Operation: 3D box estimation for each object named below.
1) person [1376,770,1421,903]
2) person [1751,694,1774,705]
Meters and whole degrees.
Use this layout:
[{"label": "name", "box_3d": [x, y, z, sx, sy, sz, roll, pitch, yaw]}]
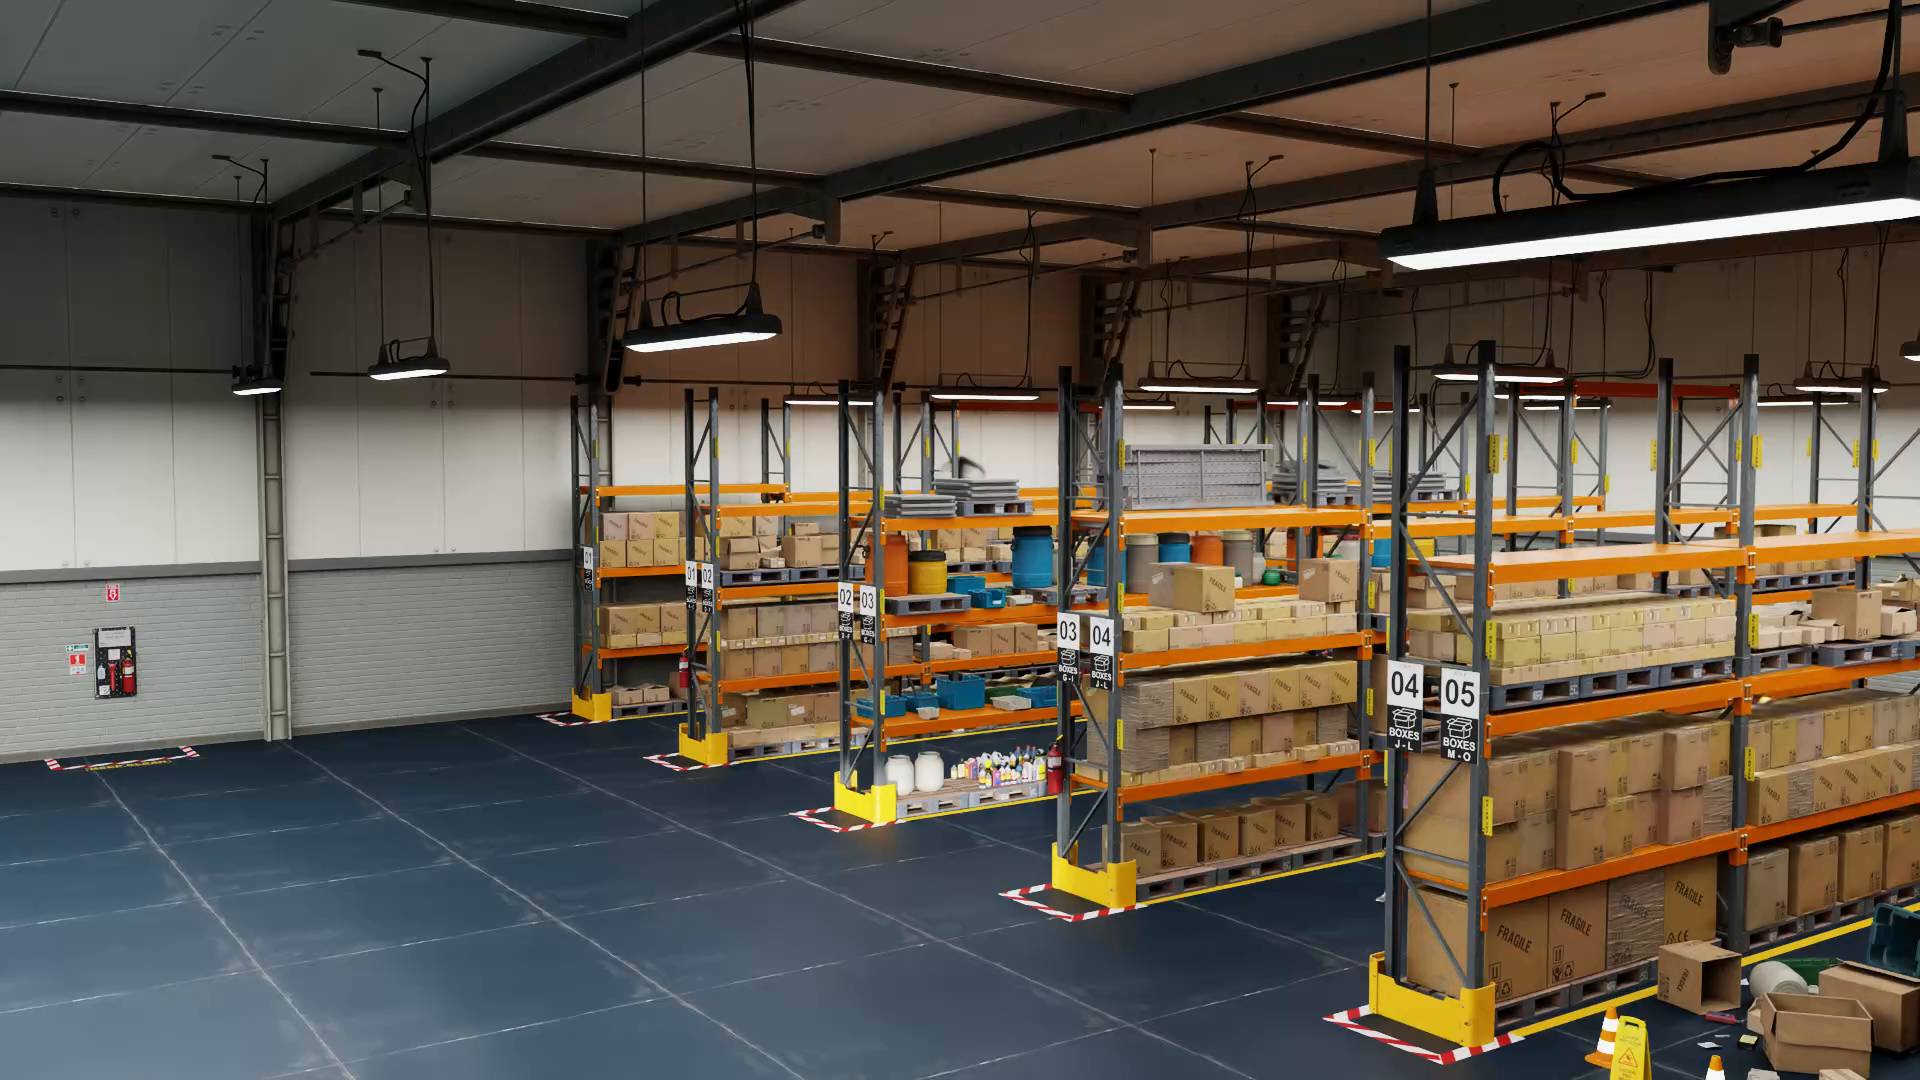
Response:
[{"label": "person", "box_3d": [5.023, 3.293, 18.500, 0.647, 1.529, 0.577, -2, 4, -28]}, {"label": "person", "box_3d": [11.483, 2.853, 23.751, 0.880, 1.772, 0.673, -2, 4, -25]}]
